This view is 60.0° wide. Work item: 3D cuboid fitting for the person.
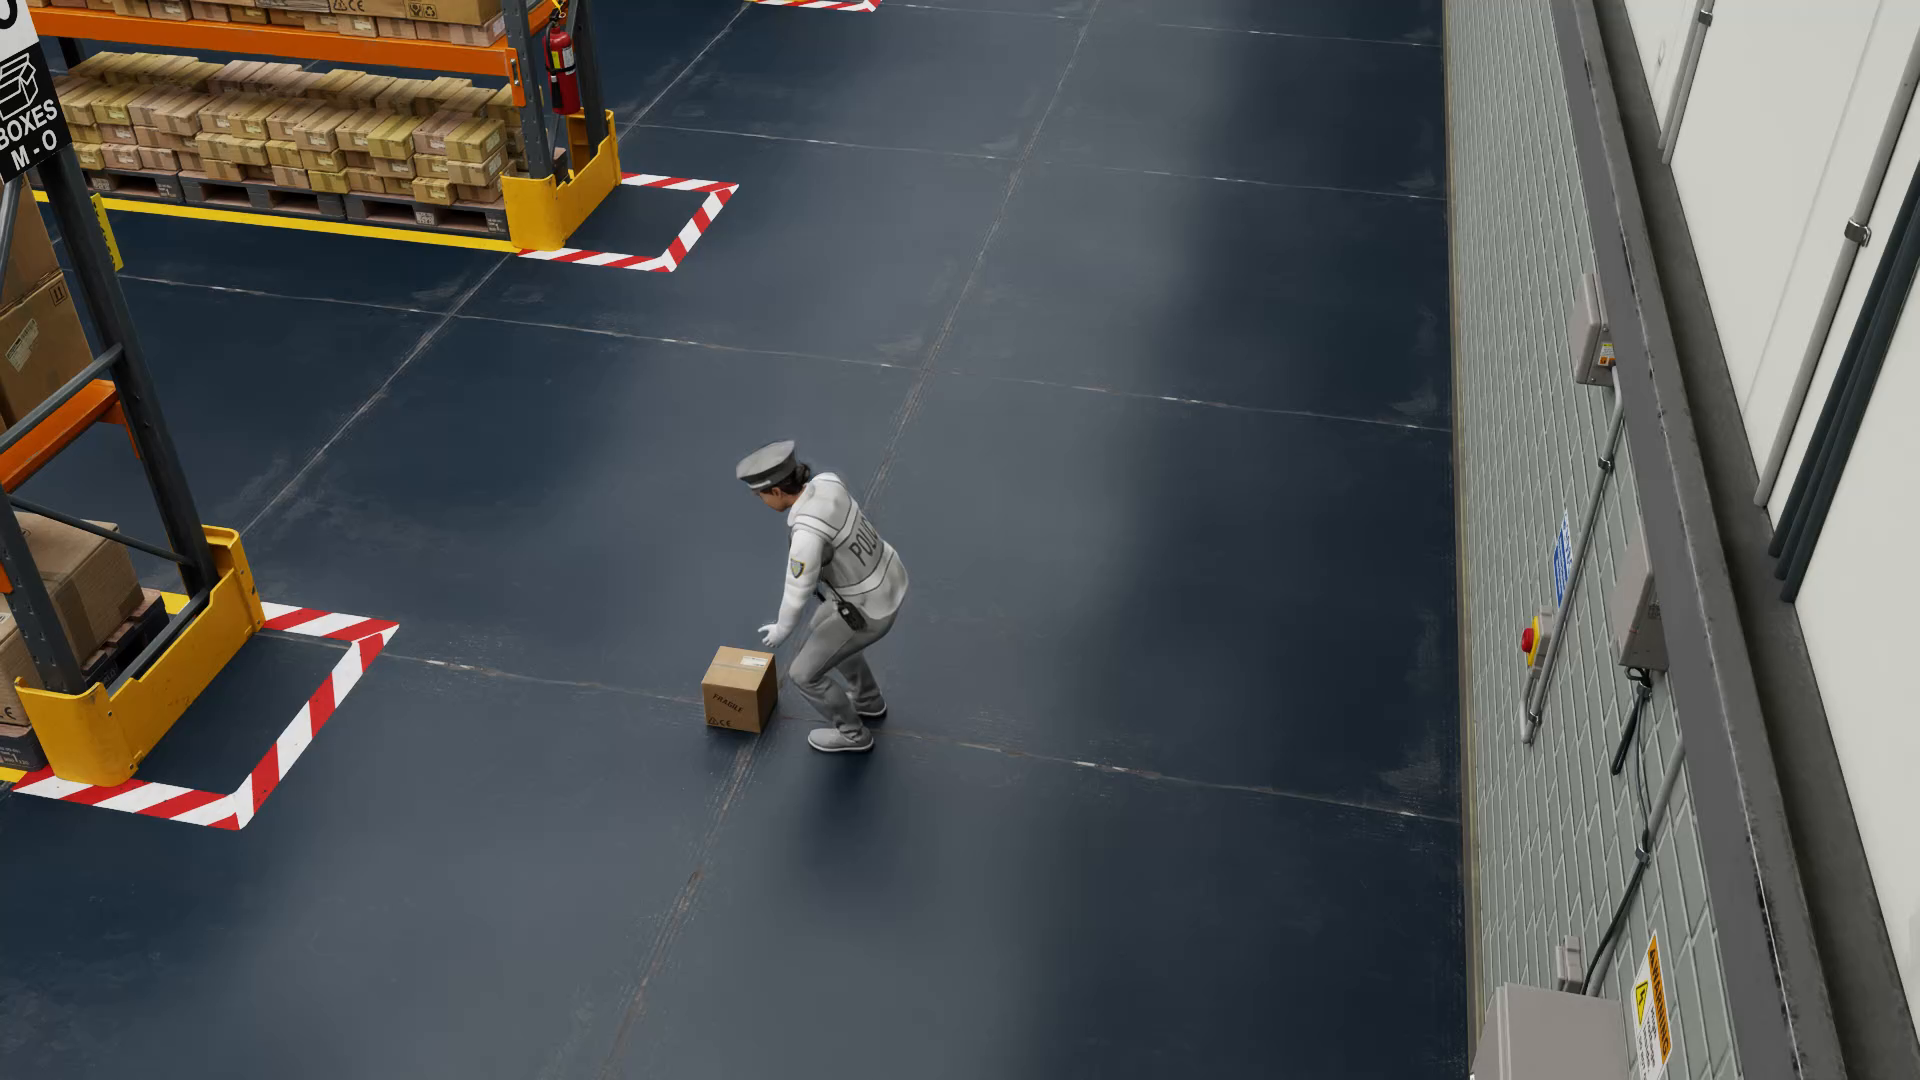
[{"bbox_3d":[-0.550,0.253,6.813,0.654,1.451,0.533,8,37,10],"label":"person"}]
